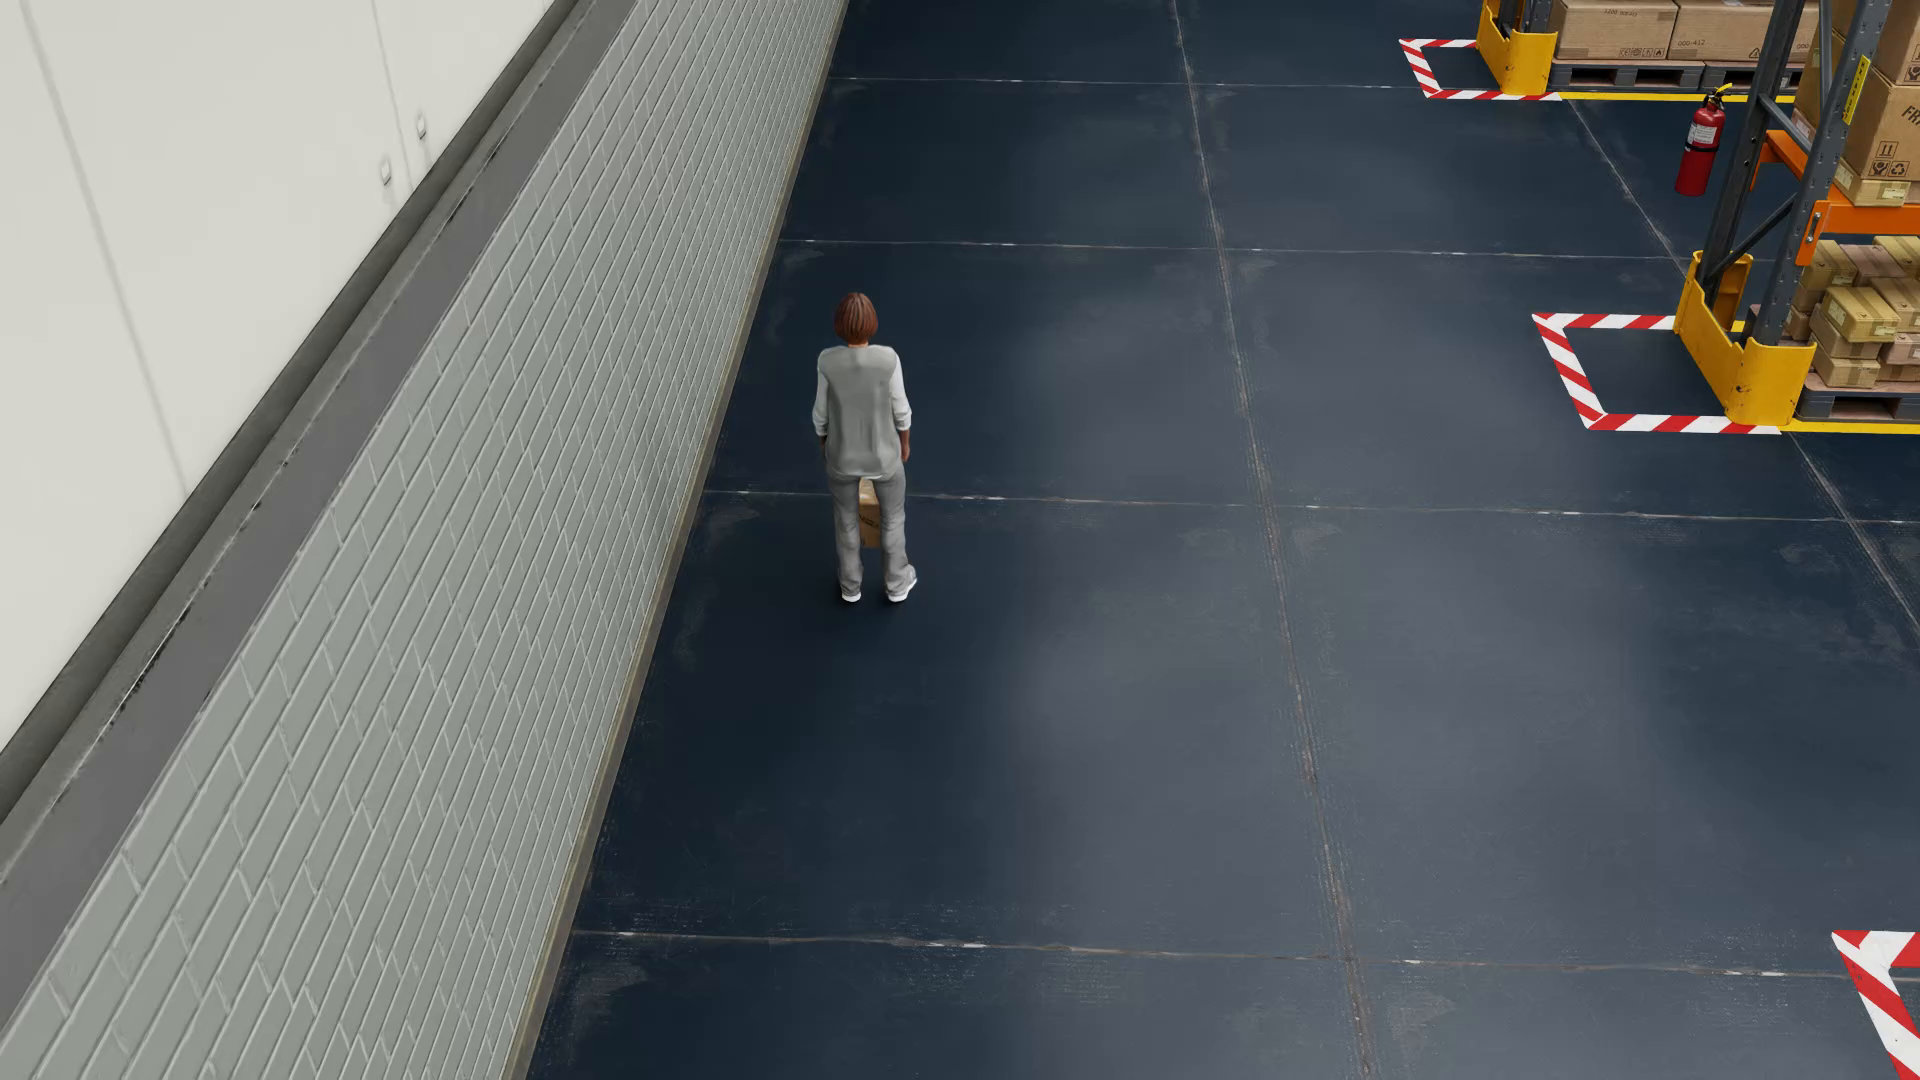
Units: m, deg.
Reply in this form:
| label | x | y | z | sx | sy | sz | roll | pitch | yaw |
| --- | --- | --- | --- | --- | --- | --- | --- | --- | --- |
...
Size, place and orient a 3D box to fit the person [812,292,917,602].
| label | x | y | z | sx | sy | sz | roll | pitch | yaw |
| --- | --- | --- | --- | --- | --- | --- | --- | --- | --- |
| person | -0.442 | -0.385 | 7.656 | 0.456 | 1.584 | 0.338 | 0 | 36 | 1 |
